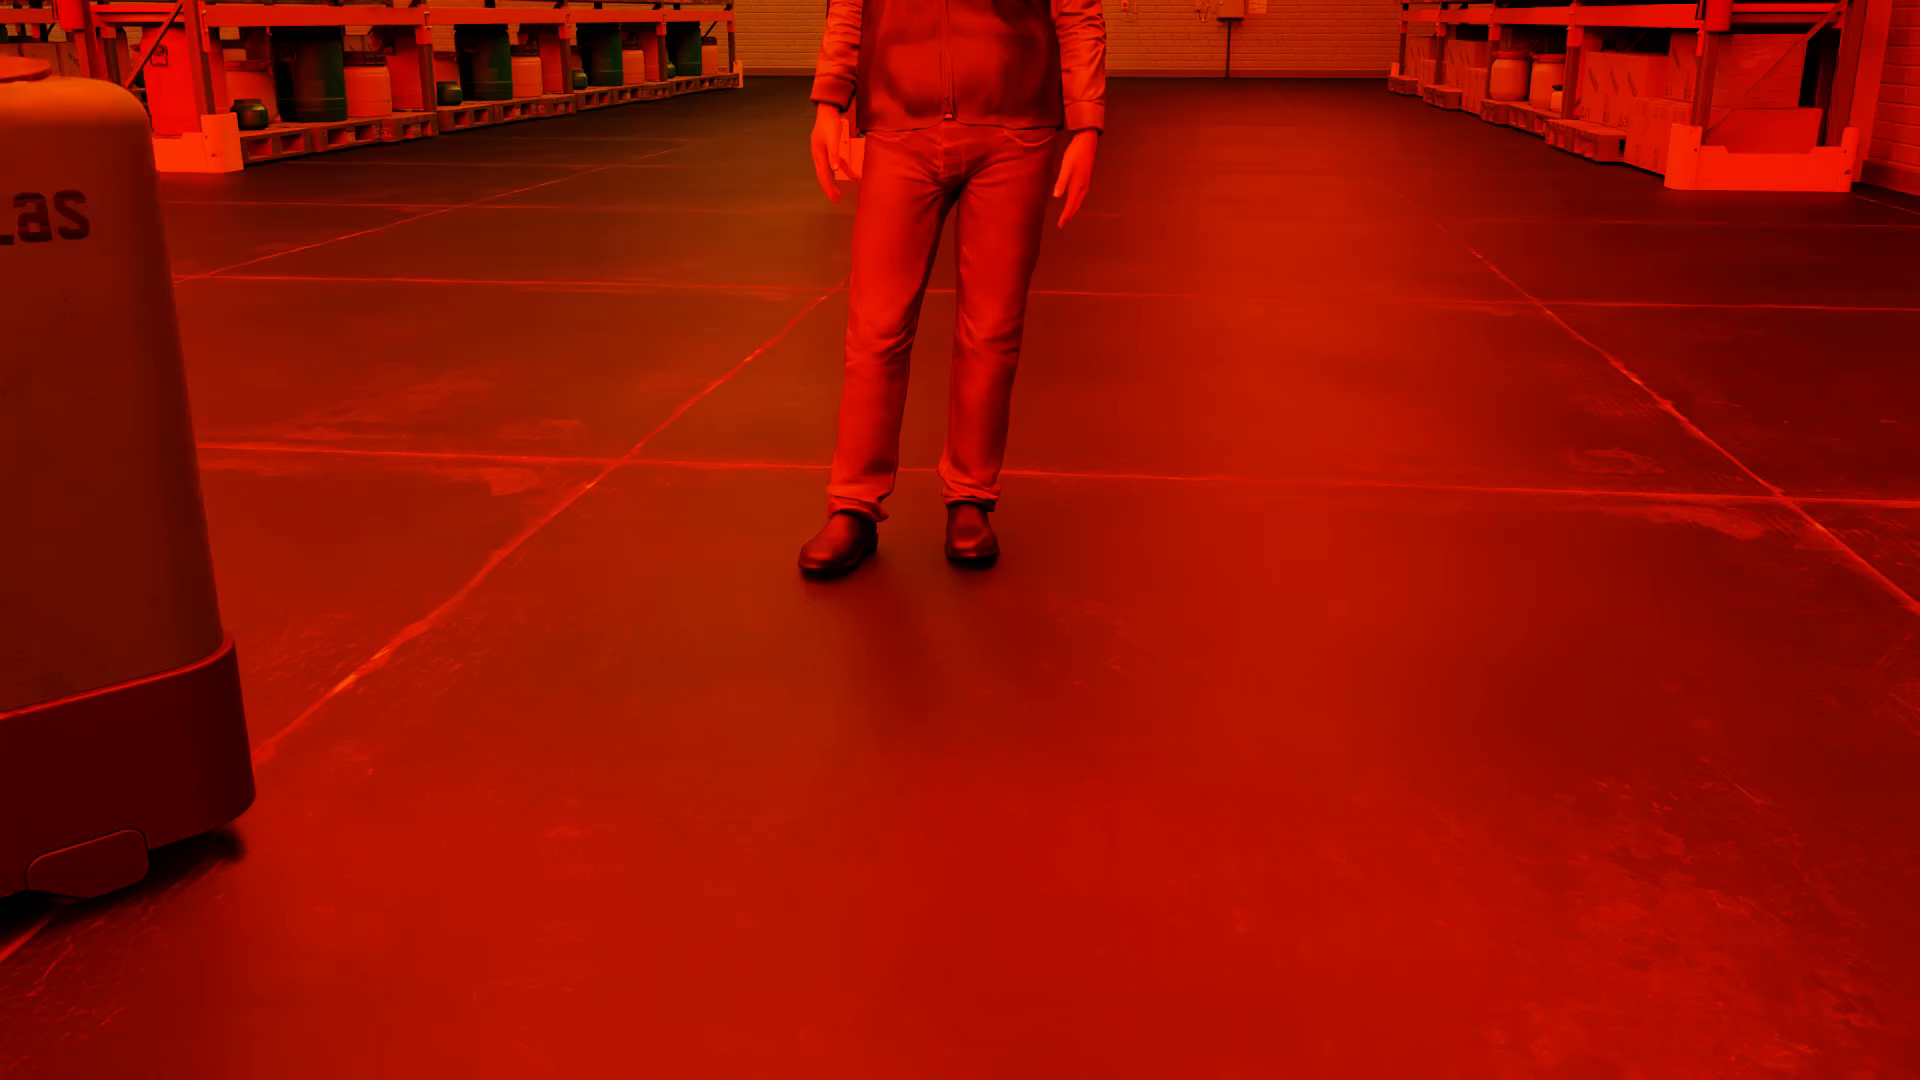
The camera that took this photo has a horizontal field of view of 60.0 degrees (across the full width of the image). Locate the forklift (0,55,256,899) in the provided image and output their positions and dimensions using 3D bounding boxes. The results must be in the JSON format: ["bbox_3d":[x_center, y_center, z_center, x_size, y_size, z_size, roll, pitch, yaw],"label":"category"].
[{"bbox_3d":[-2.420,-0.741,1.302,3.031,2.935,1.130,-16,24,-42],"label":"forklift"}]

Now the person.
[{"bbox_3d":[-0.016,-0.810,3.508,0.632,1.720,0.568,2,18,7],"label":"person"}]
